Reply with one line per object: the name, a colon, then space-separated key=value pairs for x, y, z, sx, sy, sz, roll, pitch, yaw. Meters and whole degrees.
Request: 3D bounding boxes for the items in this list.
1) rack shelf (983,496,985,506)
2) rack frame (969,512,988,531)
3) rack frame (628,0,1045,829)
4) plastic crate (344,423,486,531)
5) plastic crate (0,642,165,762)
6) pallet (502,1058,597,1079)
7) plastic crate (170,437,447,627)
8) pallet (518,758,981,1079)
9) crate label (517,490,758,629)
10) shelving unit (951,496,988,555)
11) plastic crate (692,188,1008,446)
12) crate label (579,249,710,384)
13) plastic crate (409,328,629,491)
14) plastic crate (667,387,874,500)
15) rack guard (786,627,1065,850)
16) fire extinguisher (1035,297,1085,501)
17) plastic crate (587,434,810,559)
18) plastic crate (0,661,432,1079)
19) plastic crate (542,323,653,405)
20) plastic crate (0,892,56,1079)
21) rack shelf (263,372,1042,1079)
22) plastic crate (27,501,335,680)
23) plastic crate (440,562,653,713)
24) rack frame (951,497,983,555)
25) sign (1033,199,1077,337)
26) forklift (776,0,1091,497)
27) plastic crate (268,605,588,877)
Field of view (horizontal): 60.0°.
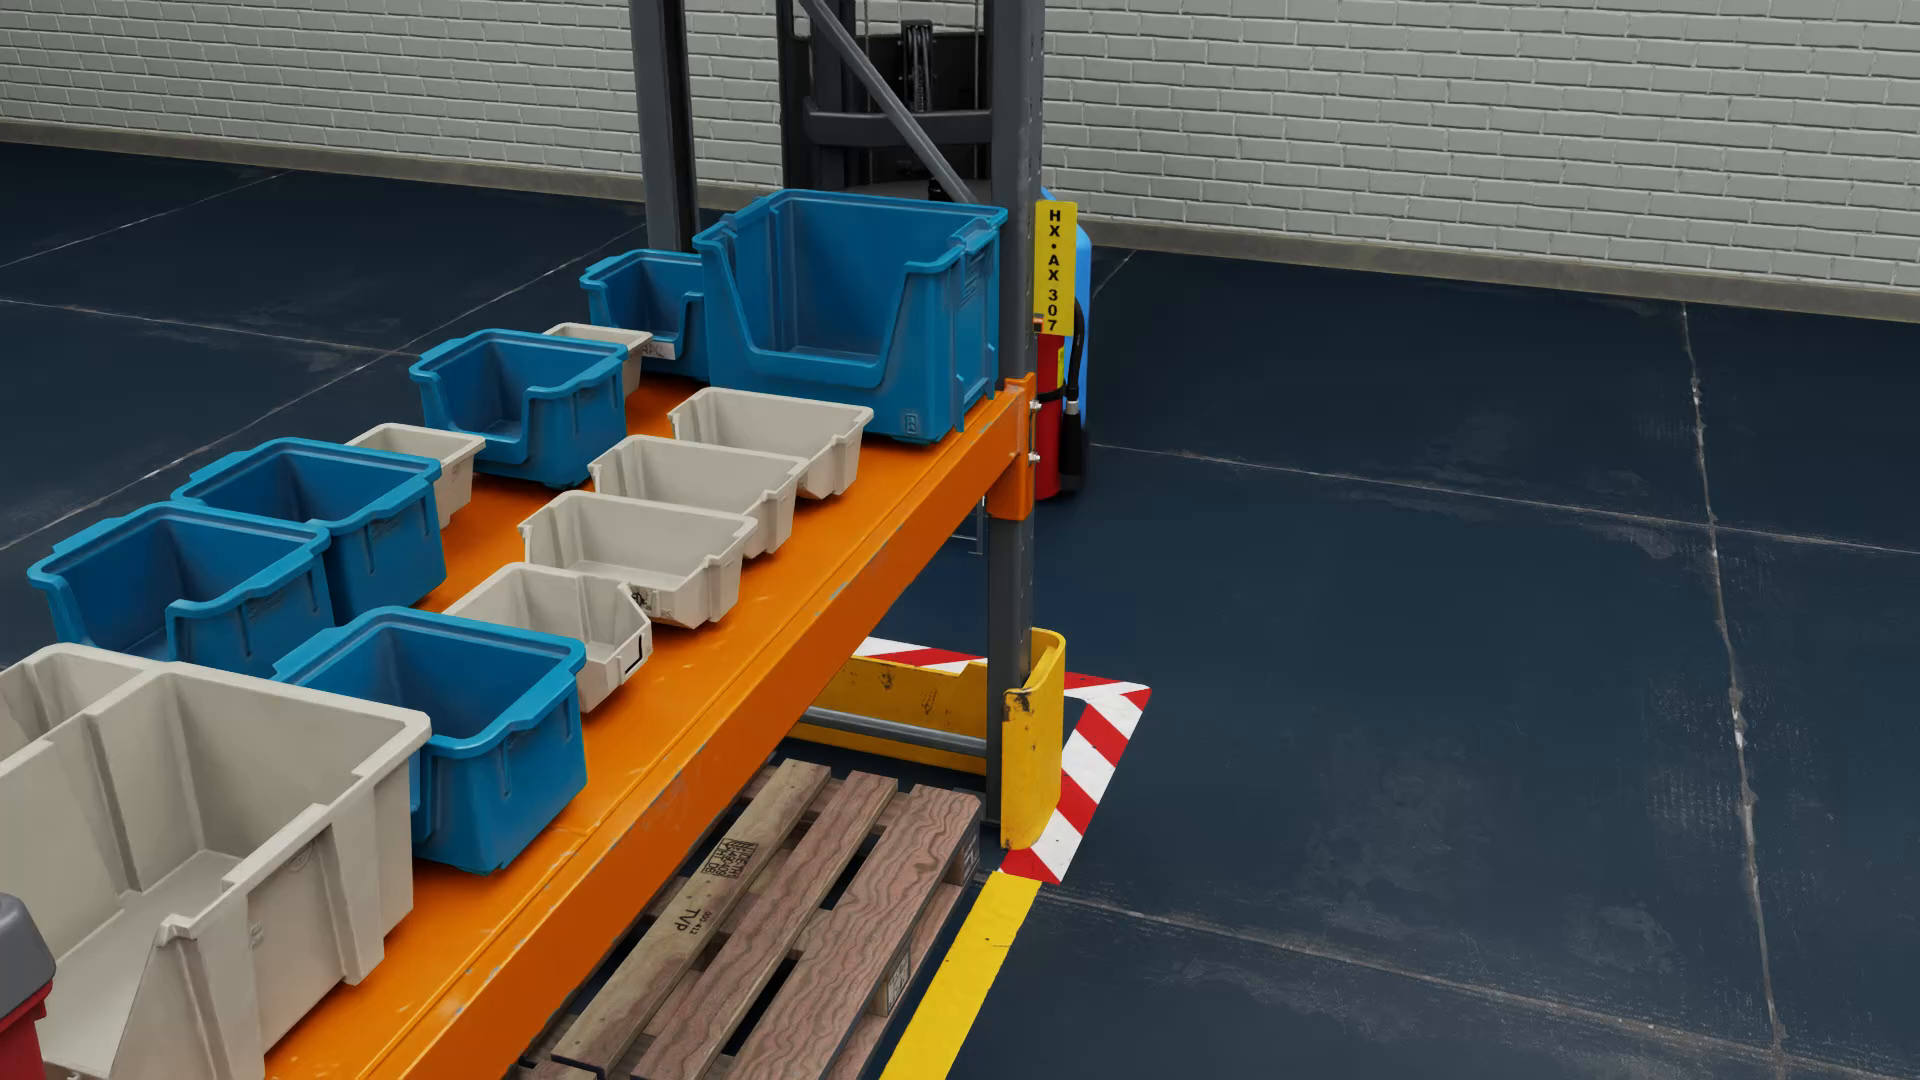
rack shelf: x=0.003 y=-0.216 z=6.154 sx=0.258 sy=0.077 sz=0.200 roll=9 pitch=27 yaw=17
rack frame: x=0.037 y=-0.450 z=6.147 sx=0.240 sy=0.900 sz=0.006 roll=9 pitch=27 yaw=17
rack frame: x=-0.299 y=-0.644 z=4.138 sx=1.000 sy=3.000 sz=0.127 roll=9 pitch=27 yaw=17
plastic crate: x=-1.102 y=-0.100 z=3.248 sx=0.250 sy=0.136 sz=0.298 roll=9 pitch=27 yaw=17
plastic crate: x=-1.334 y=0.332 z=2.356 sx=0.293 sy=0.136 sz=0.466 roll=9 pitch=27 yaw=17
pallet: x=-1.017 y=1.444 z=3.025 sx=1.003 sy=0.211 sz=1.213 roll=9 pitch=27 yaw=17
plastic crate: x=-1.130 y=-0.001 z=2.933 sx=0.416 sy=0.233 sz=0.300 roll=9 pitch=27 yaw=17
pallet: x=-0.610 y=0.944 z=4.057 sx=1.003 sy=0.211 sz=1.213 roll=9 pitch=27 yaw=17
crate label: x=-0.579 y=0.044 z=2.951 sx=0.396 sy=0.136 sz=0.243 roll=9 pitch=27 yaw=17
shelving unit: x=0.003 y=-0.408 z=6.061 sx=0.258 sy=0.900 sz=0.210 roll=9 pitch=27 yaw=17
plastic crate: x=-0.234 y=-0.522 z=3.777 sx=0.616 sy=0.435 sz=0.499 roll=9 pitch=27 yaw=17
crate label: x=-0.691 y=-0.542 z=4.051 sx=0.416 sy=0.233 sz=0.303 roll=9 pitch=27 yaw=17
plastic crate: x=-0.910 y=-0.271 z=3.492 sx=0.416 sy=0.233 sz=0.300 roll=9 pitch=27 yaw=17
plastic crate: x=-0.399 y=-0.191 z=3.436 sx=0.396 sy=0.136 sz=0.243 roll=9 pitch=27 yaw=17
rack guard: x=-0.303 y=0.469 z=4.707 sx=1.175 sy=0.500 sz=0.348 roll=9 pitch=27 yaw=17
fire extinguisher: x=0.180 y=-0.438 z=4.228 sx=0.296 sy=0.674 sz=0.183 roll=9 pitch=27 yaw=17
plastic crate: x=-0.509 y=-0.074 z=3.195 sx=0.396 sy=0.136 sz=0.243 roll=9 pitch=27 yaw=17
plastic crate: x=-0.948 y=0.425 z=1.997 sx=0.437 sy=0.282 sz=0.530 roll=9 pitch=27 yaw=17
plastic crate: x=-0.876 y=-0.379 z=3.824 sx=0.250 sy=0.136 sz=0.298 roll=9 pitch=27 yaw=17
plastic crate: x=-1.096 y=0.613 z=1.399 sx=0.402 sy=0.464 sz=0.583 roll=9 pitch=27 yaw=17
rack shelf: x=-0.964 y=0.502 z=2.597 sx=1.077 sy=0.370 sz=4.000 roll=9 pitch=27 yaw=17
plastic crate: x=-1.229 y=0.122 z=2.678 sx=0.416 sy=0.233 sz=0.300 roll=9 pitch=27 yaw=17
plastic crate: x=-0.660 y=0.168 z=2.694 sx=0.298 sy=0.136 sz=0.250 roll=9 pitch=27 yaw=17
rack frame: x=-0.031 y=-0.367 z=5.974 sx=0.240 sy=0.900 sz=0.006 roll=9 pitch=27 yaw=17
sign: x=0.225 y=-0.644 z=3.952 sx=0.100 sy=0.325 sz=0.005 roll=9 pitch=27 yaw=17
forklift: x=-0.252 y=-2.065 z=7.151 sx=1.130 sy=2.935 sz=3.031 roll=-4 pitch=26 yaw=-9
plastic crate: x=-0.740 y=0.285 z=2.342 sx=0.416 sy=0.233 sz=0.300 roll=9 pitch=27 yaw=17
